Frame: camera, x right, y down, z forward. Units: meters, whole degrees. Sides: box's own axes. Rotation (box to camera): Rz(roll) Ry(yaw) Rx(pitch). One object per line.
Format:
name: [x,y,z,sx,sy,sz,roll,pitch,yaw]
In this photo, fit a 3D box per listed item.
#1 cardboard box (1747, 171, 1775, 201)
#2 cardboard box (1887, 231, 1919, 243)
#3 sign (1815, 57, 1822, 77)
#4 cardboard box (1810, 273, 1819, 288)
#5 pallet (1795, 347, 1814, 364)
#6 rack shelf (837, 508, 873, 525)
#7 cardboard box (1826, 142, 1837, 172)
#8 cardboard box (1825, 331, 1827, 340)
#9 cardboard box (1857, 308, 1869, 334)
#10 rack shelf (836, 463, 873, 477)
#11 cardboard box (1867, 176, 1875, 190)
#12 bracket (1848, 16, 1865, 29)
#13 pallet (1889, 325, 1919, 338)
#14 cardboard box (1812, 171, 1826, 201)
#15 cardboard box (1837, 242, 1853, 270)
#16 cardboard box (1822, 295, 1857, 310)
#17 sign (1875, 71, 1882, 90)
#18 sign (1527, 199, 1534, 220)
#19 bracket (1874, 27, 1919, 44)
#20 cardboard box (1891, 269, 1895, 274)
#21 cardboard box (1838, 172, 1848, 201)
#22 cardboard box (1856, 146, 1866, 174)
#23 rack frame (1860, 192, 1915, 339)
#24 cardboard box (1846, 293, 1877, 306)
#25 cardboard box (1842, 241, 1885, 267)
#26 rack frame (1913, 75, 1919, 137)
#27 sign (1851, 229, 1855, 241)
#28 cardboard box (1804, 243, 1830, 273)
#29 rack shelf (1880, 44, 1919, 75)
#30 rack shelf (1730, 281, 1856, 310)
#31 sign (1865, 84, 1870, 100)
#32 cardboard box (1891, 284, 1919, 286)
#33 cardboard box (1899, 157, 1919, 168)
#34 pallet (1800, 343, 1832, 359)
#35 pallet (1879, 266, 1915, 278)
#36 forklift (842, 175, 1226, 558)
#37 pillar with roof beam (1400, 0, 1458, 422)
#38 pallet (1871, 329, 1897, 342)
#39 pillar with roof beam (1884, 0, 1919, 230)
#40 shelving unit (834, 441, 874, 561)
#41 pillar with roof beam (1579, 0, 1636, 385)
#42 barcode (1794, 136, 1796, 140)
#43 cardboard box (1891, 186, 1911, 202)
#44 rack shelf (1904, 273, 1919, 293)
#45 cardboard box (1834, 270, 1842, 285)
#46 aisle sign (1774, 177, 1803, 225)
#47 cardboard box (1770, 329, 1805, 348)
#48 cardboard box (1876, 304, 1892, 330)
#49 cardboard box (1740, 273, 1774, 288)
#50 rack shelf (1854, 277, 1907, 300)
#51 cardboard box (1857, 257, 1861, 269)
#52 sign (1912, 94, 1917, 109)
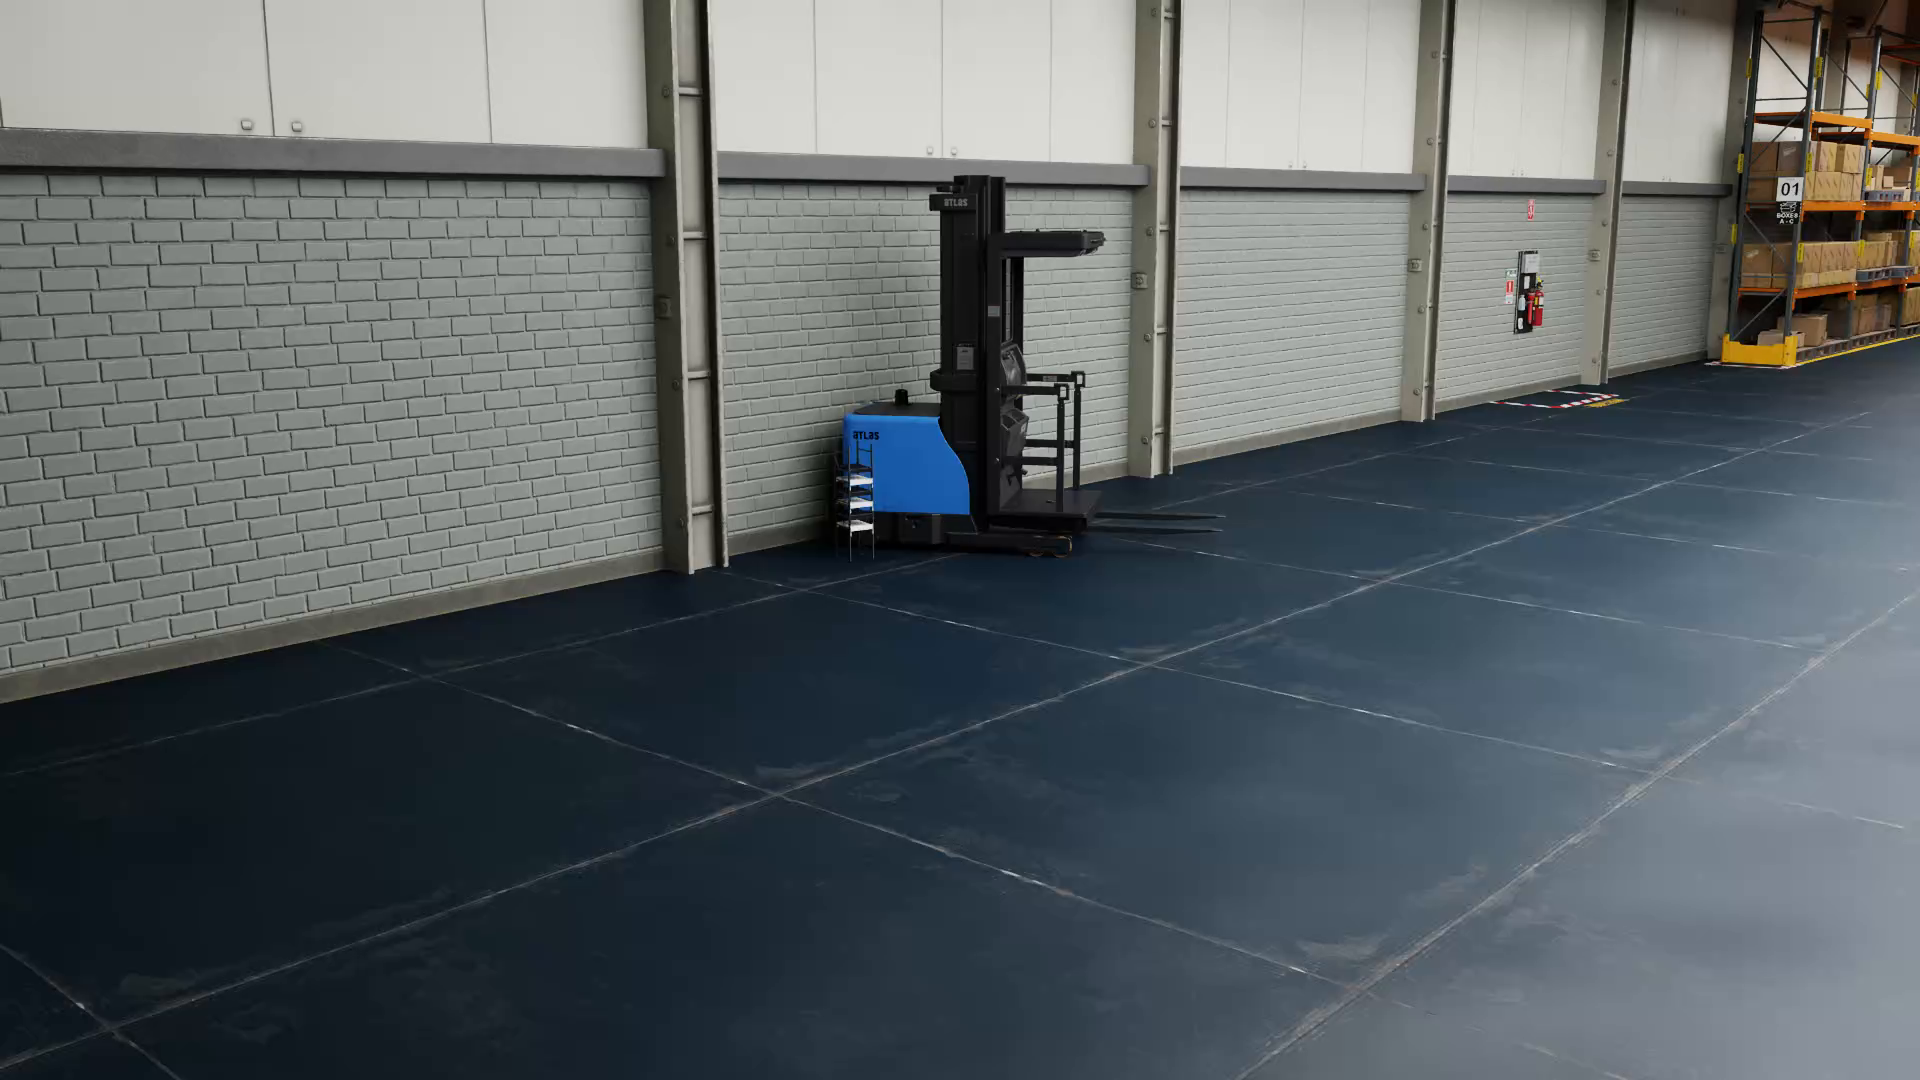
cardboard box: [14.103,-6.204,29.151,0.500,0.500,0.500,-11,16,-43]
cardboard box: [19.811,-6.368,34.953,0.500,0.250,0.500,10,15,42]
sign: [14.426,-7.949,27.948,0.100,0.325,0.005,10,15,40]
cardboard box: [14.911,-4.626,29.544,0.500,0.250,0.500,9,15,39]
pallet: [14.631,-3.339,29.890,1.003,0.211,1.213,10,15,40]
rack shelf: [-0.827,-0.185,12.970,0.200,0.077,0.258,-7,13,-32]
cardboard box: [15.154,-6.770,29.430,0.500,0.500,0.500,10,15,42]
cardboard box: [16.328,-3.913,31.753,0.380,0.166,0.250,7,14,33]
cardboard box: [17.803,-4.422,33.450,0.700,0.500,0.500,10,15,41]
rack shelf: [-0.827,-0.538,12.900,0.200,0.077,0.258,-7,13,-32]
cardboard box: [17.486,-6.963,32.411,0.500,0.311,0.500,10,15,42]
bracket: [17.784,-10.278,33.005,0.235,0.232,0.430,10,15,40]
pallet: [19.876,-4.496,35.684,1.003,0.211,1.213,10,15,40]
cardboard box: [14.808,-6.201,29.137,0.500,0.500,0.500,-11,16,-44]
cardboard box: [16.254,-5.289,30.952,0.500,0.500,0.500,10,15,40]
cardboard box: [17.420,-4.702,32.940,0.500,0.250,0.500,9,15,39]
sign: [17.054,-8.535,30.881,0.100,0.325,0.005,10,15,40]
sign: [8.130,-4.702,23.677,0.001,0.298,0.199,10,15,40]
bracket: [20.033,-10.779,35.515,0.076,0.066,4.783,10,15,40]
cardboard box: [19.690,-5.663,34.994,0.380,0.149,0.250,9,15,40]
cardboard box: [15.830,-6.433,30.298,0.500,0.500,0.500,9,14,38]
cardboard box: [16.532,-7.080,30.984,0.500,0.500,0.500,8,14,36]
rack frame: [19.299,-5.757,34.879,1.000,3.000,0.127,10,15,40]
cardboard box: [18.440,-4.927,34.064,0.500,0.250,0.500,10,15,41]
cardboard box: [18.191,-5.766,33.541,0.700,0.500,0.500,10,15,40]
rack frame: [21.939,-9.288,37.238,1.000,3.000,0.127,10,15,40]
sign: [18.880,-6.396,35.122,0.100,0.325,0.005,10,15,40]
cardboard box: [15.239,-5.062,29.816,0.500,0.500,0.500,9,14,39]
rack shelf: [20.619,-10.271,35.509,1.077,0.370,4.000,10,15,40]
rack shelf: [15.338,-4.522,30.529,1.077,0.370,4.000,10,15,40]
sign: [18.880,-9.306,34.541,0.100,0.325,0.005,10,15,40]
cardboard box: [21.024,-5.254,36.775,0.750,0.750,0.750,10,15,42]
cardboard box: [20.907,-8.254,36.425,0.500,0.250,0.500,9,15,39]
pallet: [15.437,-3.518,30.785,1.003,0.211,1.213,10,15,40]
pallet: [18.909,-5.545,34.304,1.213,0.211,1.003,10,15,40]
forklift: [0.618,-1.413,13.302,3.031,2.935,1.130,2,12,11]
pillar with roof beam: [9.143,-5.415,17.848,9.100,9.000,0.400,10,15,40]
pallet: [18.782,-4.275,34.577,1.003,0.211,1.213,10,15,40]
pillar with roof beam: [24.986,-8.946,35.526,9.100,9.000,0.548,10,15,40]
shelving unit: [-0.827,-0.306,12.946,0.210,0.900,0.258,-7,13,-32]
pillar with roof beam: [13.104,-6.298,22.267,9.100,9.000,0.400,10,15,40]
barcode: [15.418,-7.423,30.707,0.001,0.075,0.075,10,15,40]
cardboard box: [19.027,-7.054,33.886,0.500,0.311,0.500,10,15,40]
rack shelf: [20.619,-5.699,36.422,1.077,0.370,4.000,10,15,40]
cardboard box: [15.918,-4.848,30.658,0.500,0.250,0.500,10,15,40]
aisle sign: [14.196,-5.806,28.484,0.394,0.787,0.004,10,15,40]
cardboard box: [14.919,-3.652,30.077,0.500,0.311,0.500,-11,15,-43]
cardboard box: [18.863,-4.635,34.516,0.700,0.500,0.500,10,15,41]
cardboard box: [14.181,-4.611,29.468,0.500,0.250,0.500,10,15,41]
rack shelf: [17.979,-5.110,33.476,1.077,0.370,4.000,10,15,40]
cardboard box: [17.020,-5.504,32.232,0.700,0.500,0.500,10,15,41]
sign: [21.539,-9.899,37.508,0.100,0.325,0.005,10,15,40]
